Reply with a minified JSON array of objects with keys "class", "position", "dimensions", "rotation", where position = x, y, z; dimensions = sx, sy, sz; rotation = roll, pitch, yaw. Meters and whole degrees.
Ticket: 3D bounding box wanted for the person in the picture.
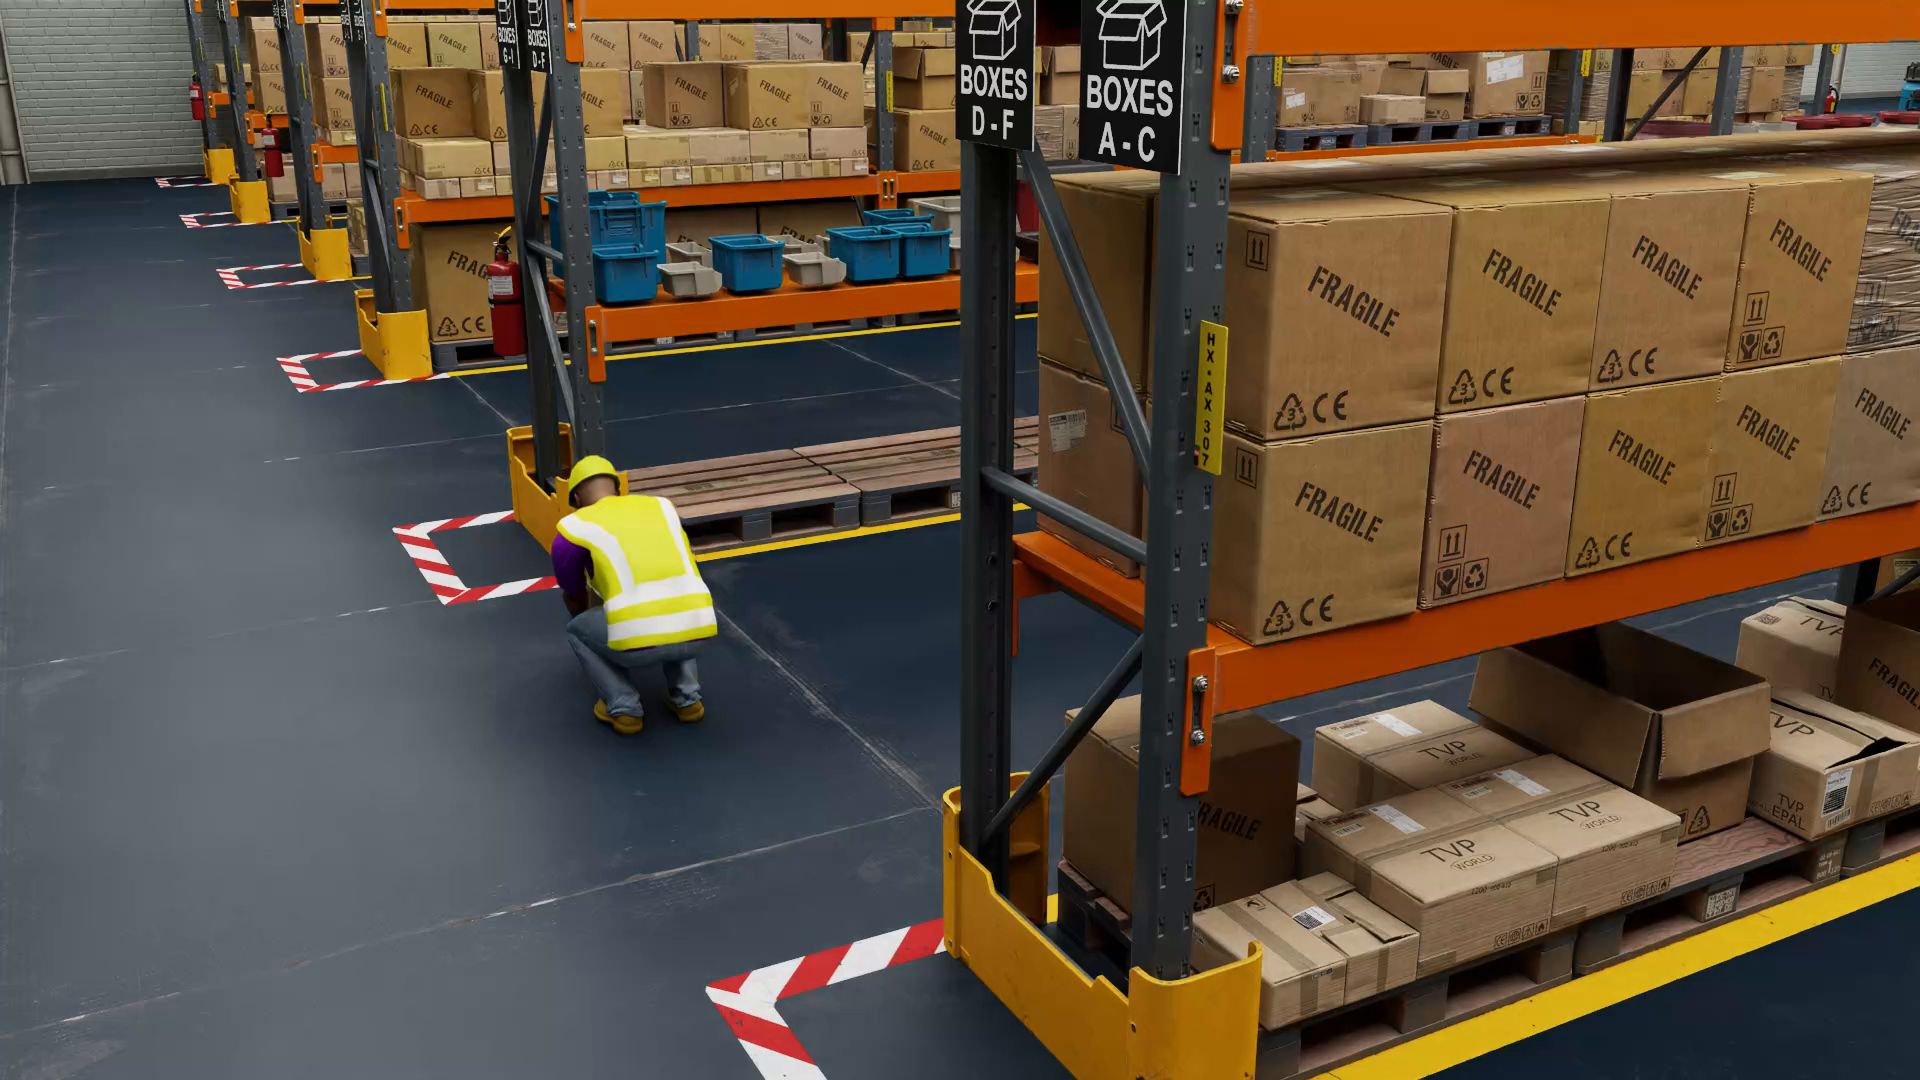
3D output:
[{"class":"person","position":[4.907,-1.185,10.829],"dimensions":[15.740,1.000,2.546],"rotation":[-10,21,-27]}]
